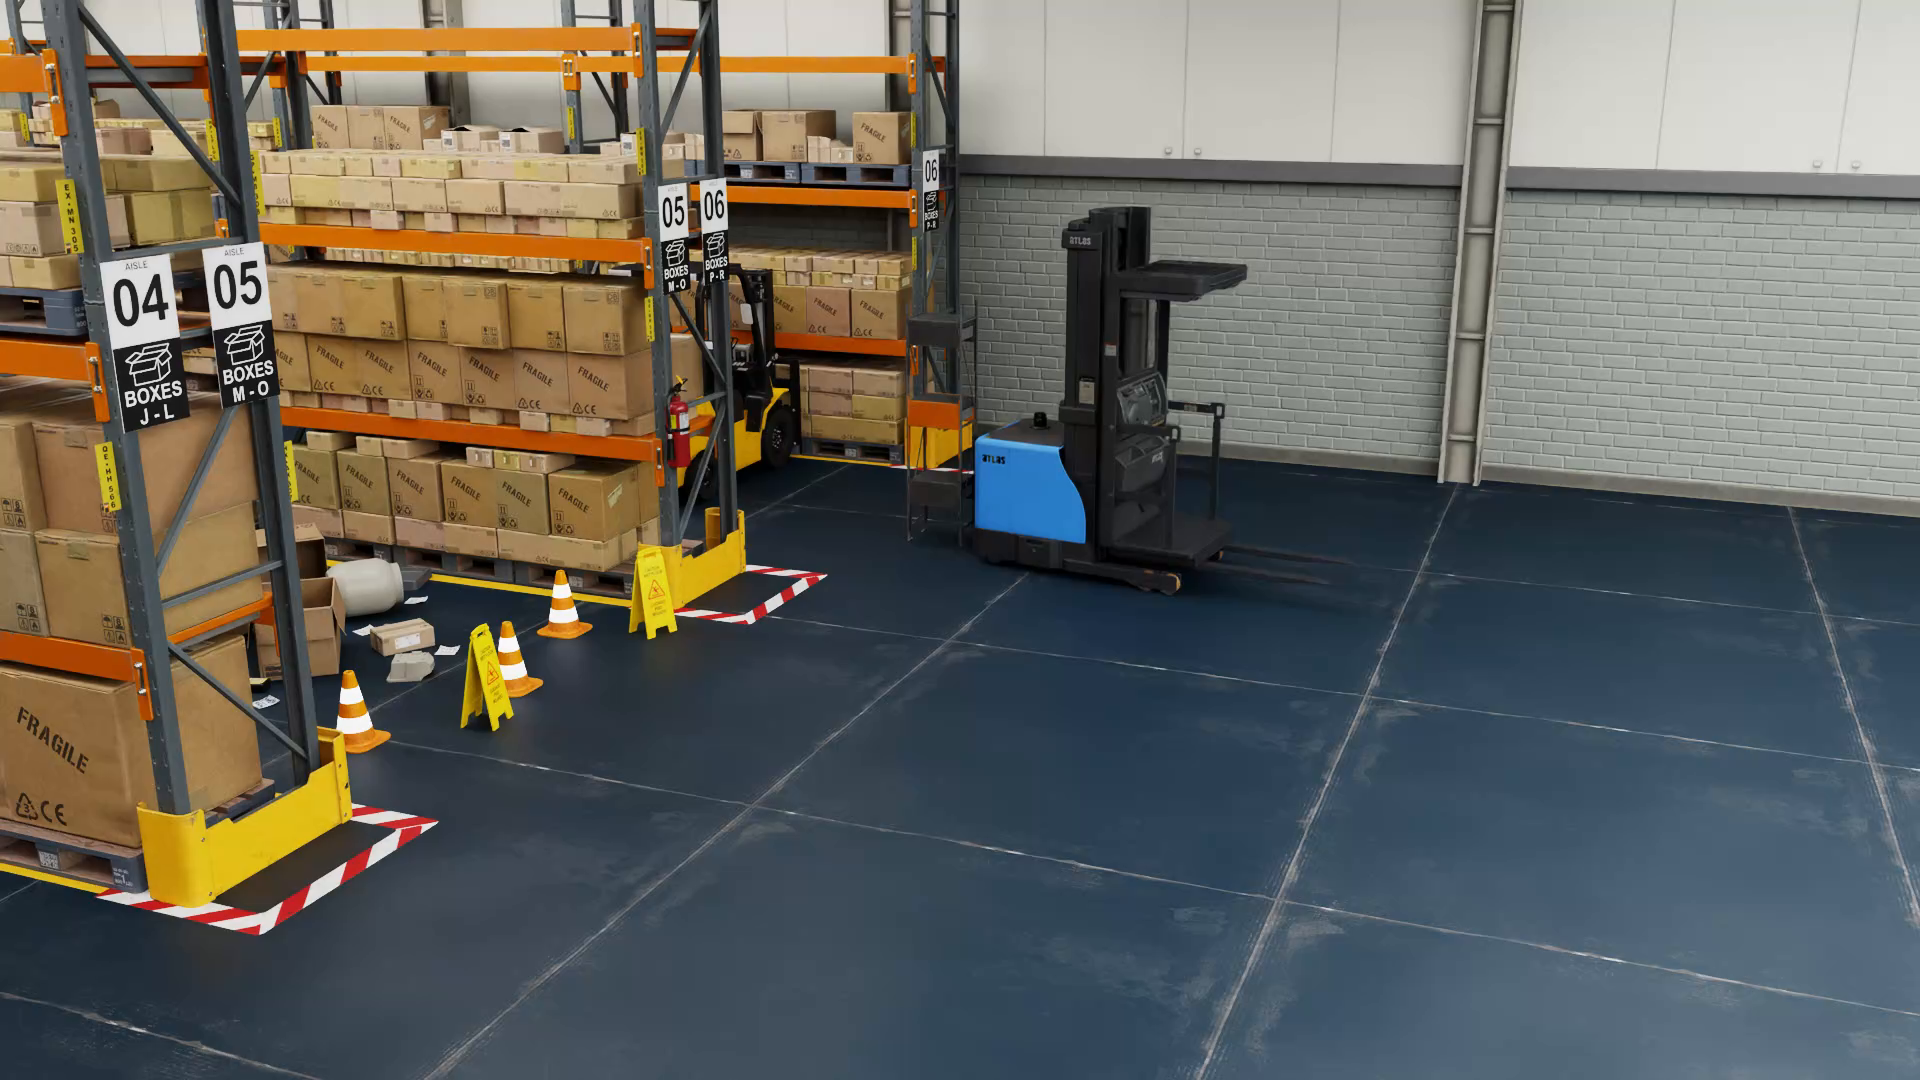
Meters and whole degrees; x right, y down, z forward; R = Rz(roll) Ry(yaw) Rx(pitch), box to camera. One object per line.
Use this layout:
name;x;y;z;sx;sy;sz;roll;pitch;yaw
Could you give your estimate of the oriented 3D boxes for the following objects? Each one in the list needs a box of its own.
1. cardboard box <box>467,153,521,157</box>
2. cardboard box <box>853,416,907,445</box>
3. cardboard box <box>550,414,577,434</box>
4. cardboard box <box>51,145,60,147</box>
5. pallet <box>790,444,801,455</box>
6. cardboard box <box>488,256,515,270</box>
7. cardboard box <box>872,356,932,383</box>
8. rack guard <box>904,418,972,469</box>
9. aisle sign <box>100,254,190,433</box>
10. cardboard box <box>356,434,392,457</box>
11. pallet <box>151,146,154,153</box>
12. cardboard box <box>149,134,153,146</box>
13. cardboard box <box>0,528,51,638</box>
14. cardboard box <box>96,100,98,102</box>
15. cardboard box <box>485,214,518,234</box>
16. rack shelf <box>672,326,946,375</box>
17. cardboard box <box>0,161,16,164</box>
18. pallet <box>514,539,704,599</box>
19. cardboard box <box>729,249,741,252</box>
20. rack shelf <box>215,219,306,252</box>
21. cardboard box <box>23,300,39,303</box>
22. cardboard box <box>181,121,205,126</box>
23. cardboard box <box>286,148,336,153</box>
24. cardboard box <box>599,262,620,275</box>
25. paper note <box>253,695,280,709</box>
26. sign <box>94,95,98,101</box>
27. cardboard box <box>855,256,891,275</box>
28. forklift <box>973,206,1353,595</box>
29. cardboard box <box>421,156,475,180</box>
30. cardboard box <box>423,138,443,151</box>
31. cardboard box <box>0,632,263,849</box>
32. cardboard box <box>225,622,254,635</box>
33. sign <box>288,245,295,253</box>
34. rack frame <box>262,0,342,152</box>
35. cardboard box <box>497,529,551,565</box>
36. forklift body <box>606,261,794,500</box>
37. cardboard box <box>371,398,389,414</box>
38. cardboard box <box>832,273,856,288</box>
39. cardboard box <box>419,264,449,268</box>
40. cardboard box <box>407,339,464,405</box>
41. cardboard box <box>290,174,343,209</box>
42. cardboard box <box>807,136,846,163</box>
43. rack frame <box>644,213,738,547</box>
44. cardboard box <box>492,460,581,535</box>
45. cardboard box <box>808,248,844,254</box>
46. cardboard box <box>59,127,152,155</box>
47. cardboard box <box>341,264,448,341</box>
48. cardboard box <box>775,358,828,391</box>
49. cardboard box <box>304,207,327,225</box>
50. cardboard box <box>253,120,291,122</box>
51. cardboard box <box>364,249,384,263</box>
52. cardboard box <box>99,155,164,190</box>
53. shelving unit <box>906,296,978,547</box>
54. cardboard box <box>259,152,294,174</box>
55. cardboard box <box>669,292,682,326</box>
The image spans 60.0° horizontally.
cardboard box;-3.721;-3.014;13.316;0.250;0.149;0.380;7;17;22
cardboard box;-0.797;-1.193;17.582;0.500;0.250;0.500;6;17;21
cardboard box;-2.995;-0.949;13.014;0.250;0.149;0.380;6;17;20
cardboard box;-11.773;-5.210;21.597;0.500;0.250;0.500;6;17;19
pallet;-2.101;-1.200;18.427;1.213;0.211;1.003;6;17;21
cardboard box;-5.112;-3.145;18.784;0.250;0.149;0.380;6;17;19
cardboard box;-0.621;-1.806;17.898;0.500;0.250;0.500;6;17;20
rack guard;-0.221;-1.143;17.714;0.348;0.500;1.175;6;17;21
aisle sign;-3.828;-0.928;7.825;0.004;0.787;0.394;6;17;21
cardboard box;-4.760;-0.809;13.752;0.250;0.149;0.380;7;18;23
pallet;-9.860;-4.734;20.556;1.003;0.211;1.213;6;17;21
cardboard box;-9.835;-4.859;20.168;0.250;0.149;0.380;7;17;22
cardboard box;-4.665;0.087;8.725;0.550;0.550;0.875;6;17;21
cardboard box;-11.097;-5.471;21.001;0.258;0.266;0.396;6;17;20
cardboard box;-3.435;-2.451;12.808;0.250;0.149;0.380;6;17;20
rack shelf;-2.104;-2.205;18.179;4.000;0.370;1.077;6;17;21
cardboard box;-4.692;-1.715;7.909;0.250;0.149;0.380;7;17;22
pallet;-2.875;0.181;13.672;1.213;0.211;1.003;6;17;21
cardboard box;-2.550;-3.037;17.878;0.250;0.149;0.380;6;17;20
rack shelf;-7.643;-2.767;14.735;4.000;0.370;1.077;6;17;21
cardboard box;-8.186;-2.059;14.920;0.500;0.500;0.500;7;17;22
cardboard box;-9.086;-4.933;19.926;0.250;0.149;0.380;6;17;19
cardboard box;-5.408;-3.194;13.937;0.250;0.149;0.380;7;17;22
cardboard box;-3.765;-3.014;18.332;0.250;0.149;0.380;6;17;20
paper note;-4.581;1.066;10.950;0.142;0.017;0.144;14;21;40
sign;-11.206;-5.596;21.555;0.005;0.325;0.100;6;17;21
cardboard box;-0.895;-2.848;17.226;0.250;0.149;0.380;6;17;21
forklift;1.653;-1.143;13.354;3.031;2.935;1.130;9;18;27
cardboard box;-3.923;-2.867;12.810;0.250;0.149;0.380;7;18;22
cardboard box;-5.817;-4.437;18.716;0.250;0.149;0.380;6;17;20
cardboard box;-4.439;1.002;8.898;0.875;0.875;0.875;6;17;21
cardboard box;-5.497;0.459;11.947;0.503;0.637;0.797;6;17;21
sign;-7.876;-3.541;19.555;0.005;0.325;0.100;6;17;21
rack frame;-7.686;-6.045;19.357;0.127;3.000;1.000;6;17;21
cardboard box;-3.391;-0.007;13.498;0.500;0.250;0.500;6;17;21
forklift body;-2.677;-1.659;16.531;1.214;2.155;2.313;6;17;21
cardboard box;-4.618;-1.146;13.692;0.250;0.149;0.380;6;17;20
cardboard box;-1.137;-2.729;17.352;0.250;0.149;0.380;7;17;22
cardboard box;-5.932;-3.068;19.234;0.500;0.250;0.500;7;17;21
cardboard box;-4.060;-1.394;13.384;0.500;0.500;0.500;6;17;21
cardboard box;-4.990;-2.812;13.336;0.500;0.250;0.500;6;17;20
cardboard box;-1.362;-4.004;17.012;0.258;0.266;0.396;6;17;21
rack frame;-2.062;-1.058;12.939;0.127;3.000;1.000;6;17;21
cardboard box;-3.389;-0.366;13.389;0.500;0.500;0.500;7;18;23
cardboard box;-1.439;-3.047;17.911;0.250;0.149;0.380;7;18;22
cardboard box;-7.326;-3.403;14.253;0.500;0.250;0.500;7;17;22
cardboard box;-4.528;-1.921;13.404;0.500;0.500;0.700;6;17;19
cardboard box;-1.737;-1.773;17.787;0.500;0.250;0.500;7;17;21
cardboard box;-5.088;-2.654;13.505;0.250;0.149;0.380;6;17;21
cardboard box;-8.381;-5.035;20.277;0.250;0.149;0.380;6;17;20
cardboard box;-6.752;-3.345;19.472;0.250;0.149;0.380;6;17;21
cardboard box;-4.210;-1.859;8.405;0.250;0.149;0.380;6;17;21
shelving unit;-0.154;-1.025;14.439;0.503;2.100;0.431;6;17;21
cardboard box;-5.609;-3.053;13.451;0.250;0.149;0.380;6;17;20
cardboard box;-3.157;-2.641;18.212;0.500;0.500;0.500;7;17;22
